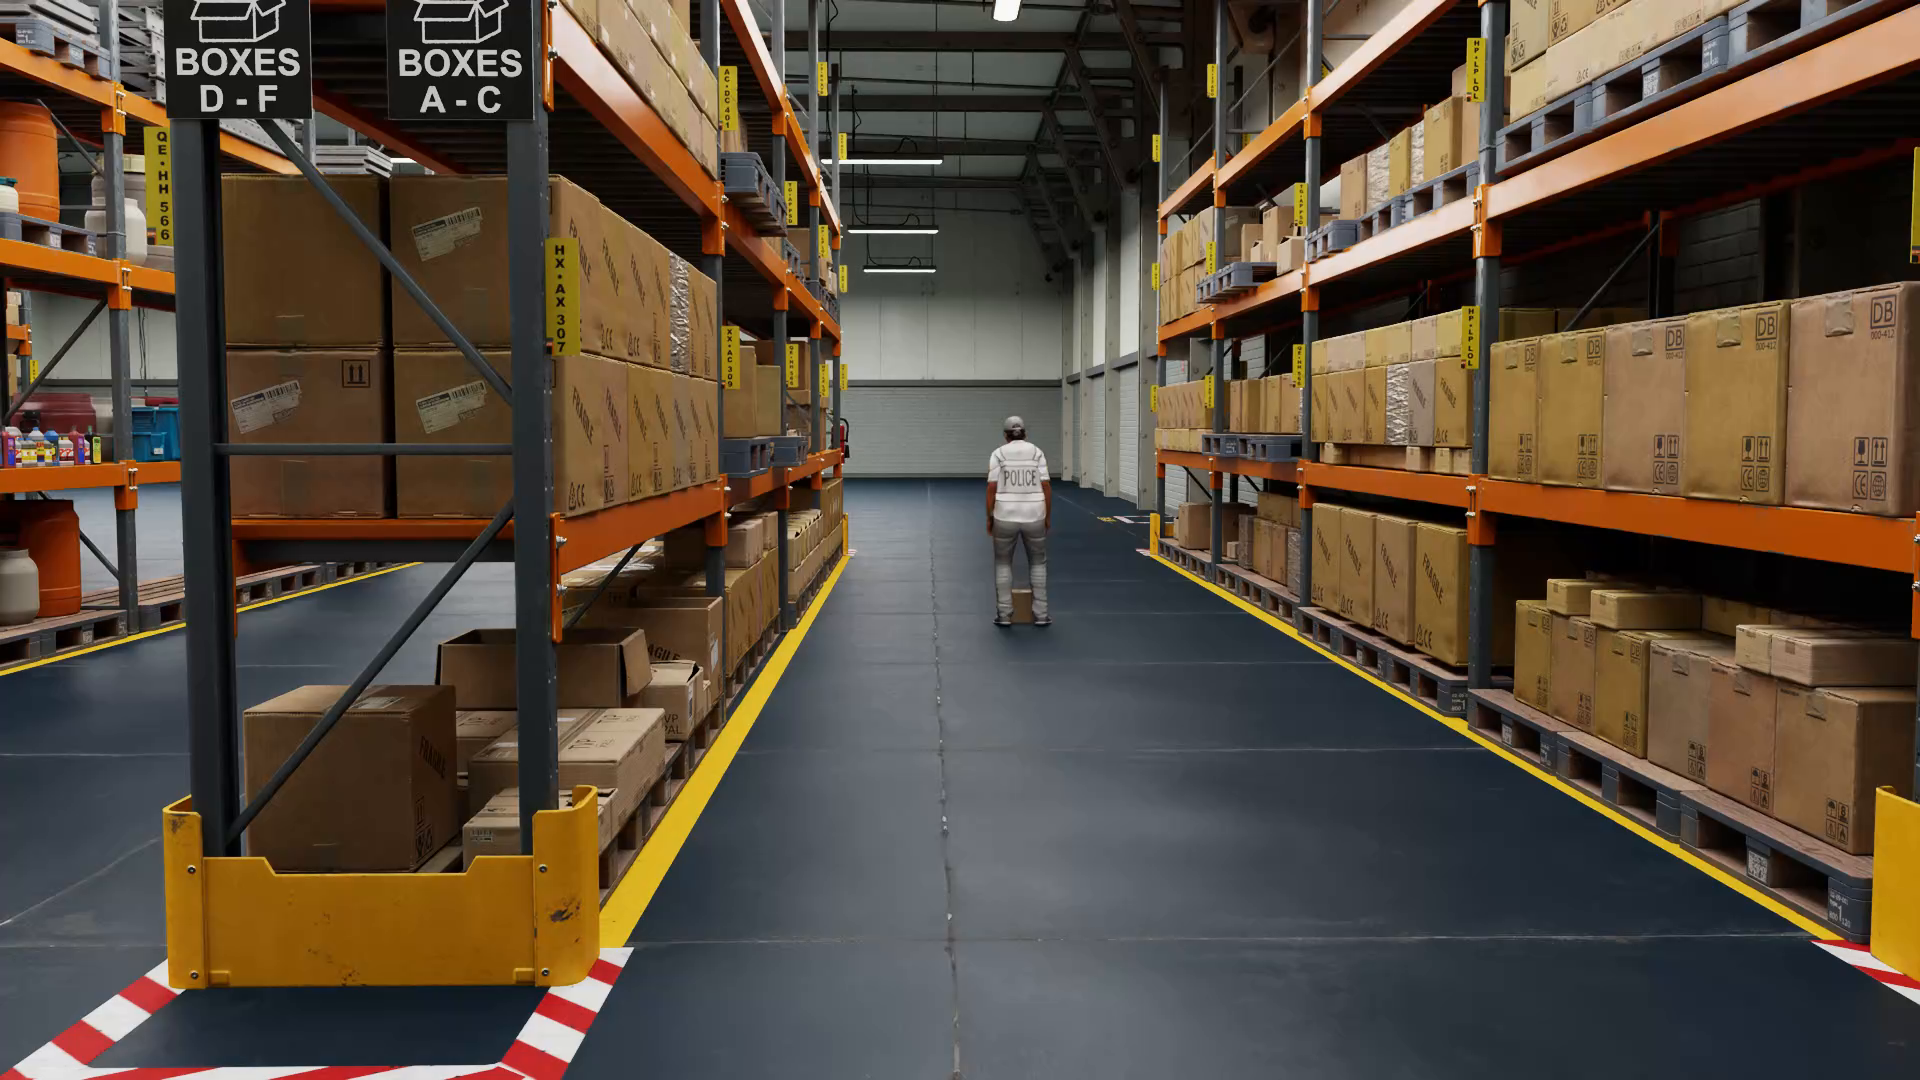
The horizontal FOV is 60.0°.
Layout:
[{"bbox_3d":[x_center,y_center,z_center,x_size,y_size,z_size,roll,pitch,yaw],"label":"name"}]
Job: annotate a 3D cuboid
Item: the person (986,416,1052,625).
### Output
[{"bbox_3d":[0.474,-0.153,13.228,0.549,1.664,0.470,0,4,-4],"label":"person"}]
